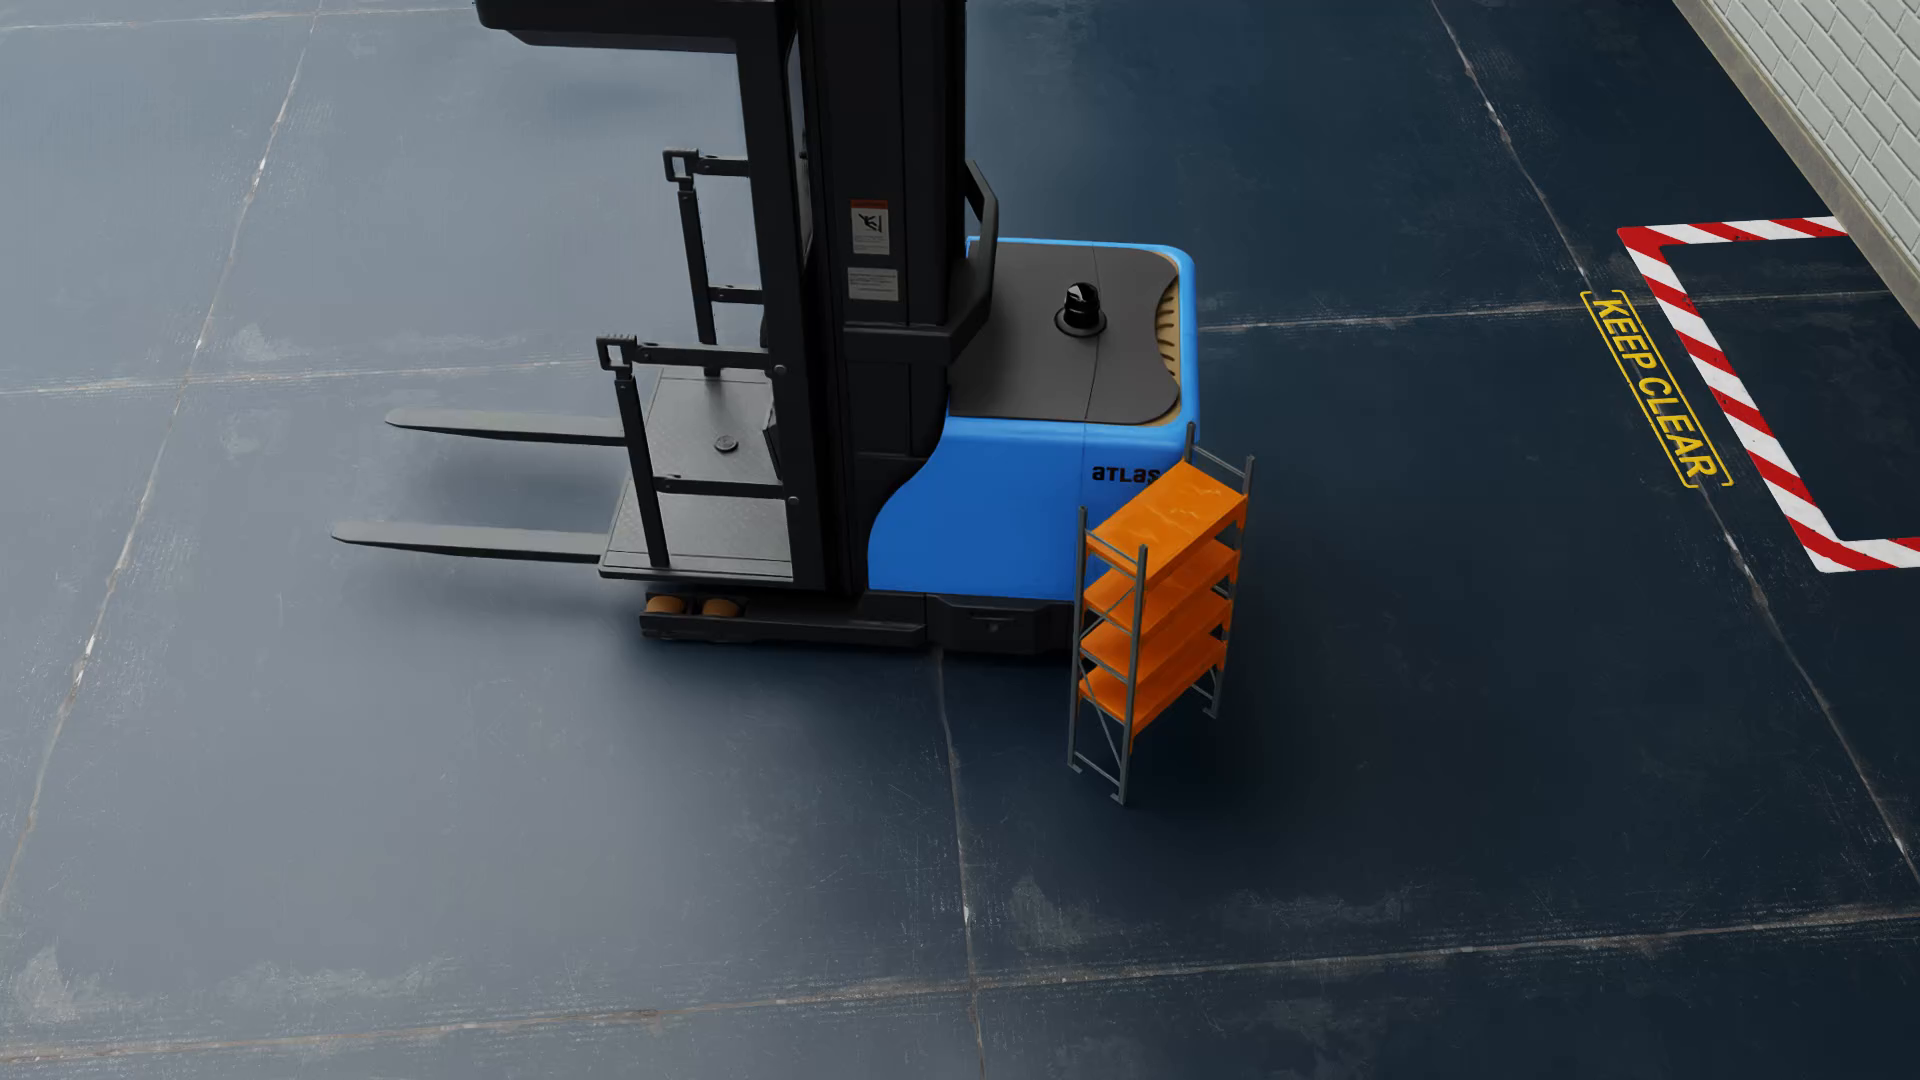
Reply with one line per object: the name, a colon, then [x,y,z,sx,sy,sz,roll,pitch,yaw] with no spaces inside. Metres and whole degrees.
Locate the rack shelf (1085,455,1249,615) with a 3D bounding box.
rack shelf: [0.599,-0.020,4.897,0.258,0.148,0.480,34,55,30]

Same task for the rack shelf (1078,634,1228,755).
rack shelf: [0.612,0.442,5.366,0.258,0.148,0.480,34,55,30]

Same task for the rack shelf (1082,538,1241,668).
rack shelf: [0.604,0.146,5.065,0.258,0.148,0.480,34,55,30]

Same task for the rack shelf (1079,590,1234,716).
rack shelf: [0.608,0.303,5.225,0.258,0.148,0.480,34,55,30]

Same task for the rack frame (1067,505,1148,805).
rack frame: [0.438,0.383,5.056,0.240,1.200,0.015,34,55,30]

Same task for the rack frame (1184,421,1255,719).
rack frame: [0.776,0.128,5.298,0.240,1.200,0.015,34,55,30]

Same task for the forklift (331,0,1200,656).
forklift: [-0.720,-1.023,5.200,3.031,2.935,1.130,3,47,3]

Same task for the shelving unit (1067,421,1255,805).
shelving unit: [0.607,0.255,5.177,0.258,1.200,0.503,34,55,30]
